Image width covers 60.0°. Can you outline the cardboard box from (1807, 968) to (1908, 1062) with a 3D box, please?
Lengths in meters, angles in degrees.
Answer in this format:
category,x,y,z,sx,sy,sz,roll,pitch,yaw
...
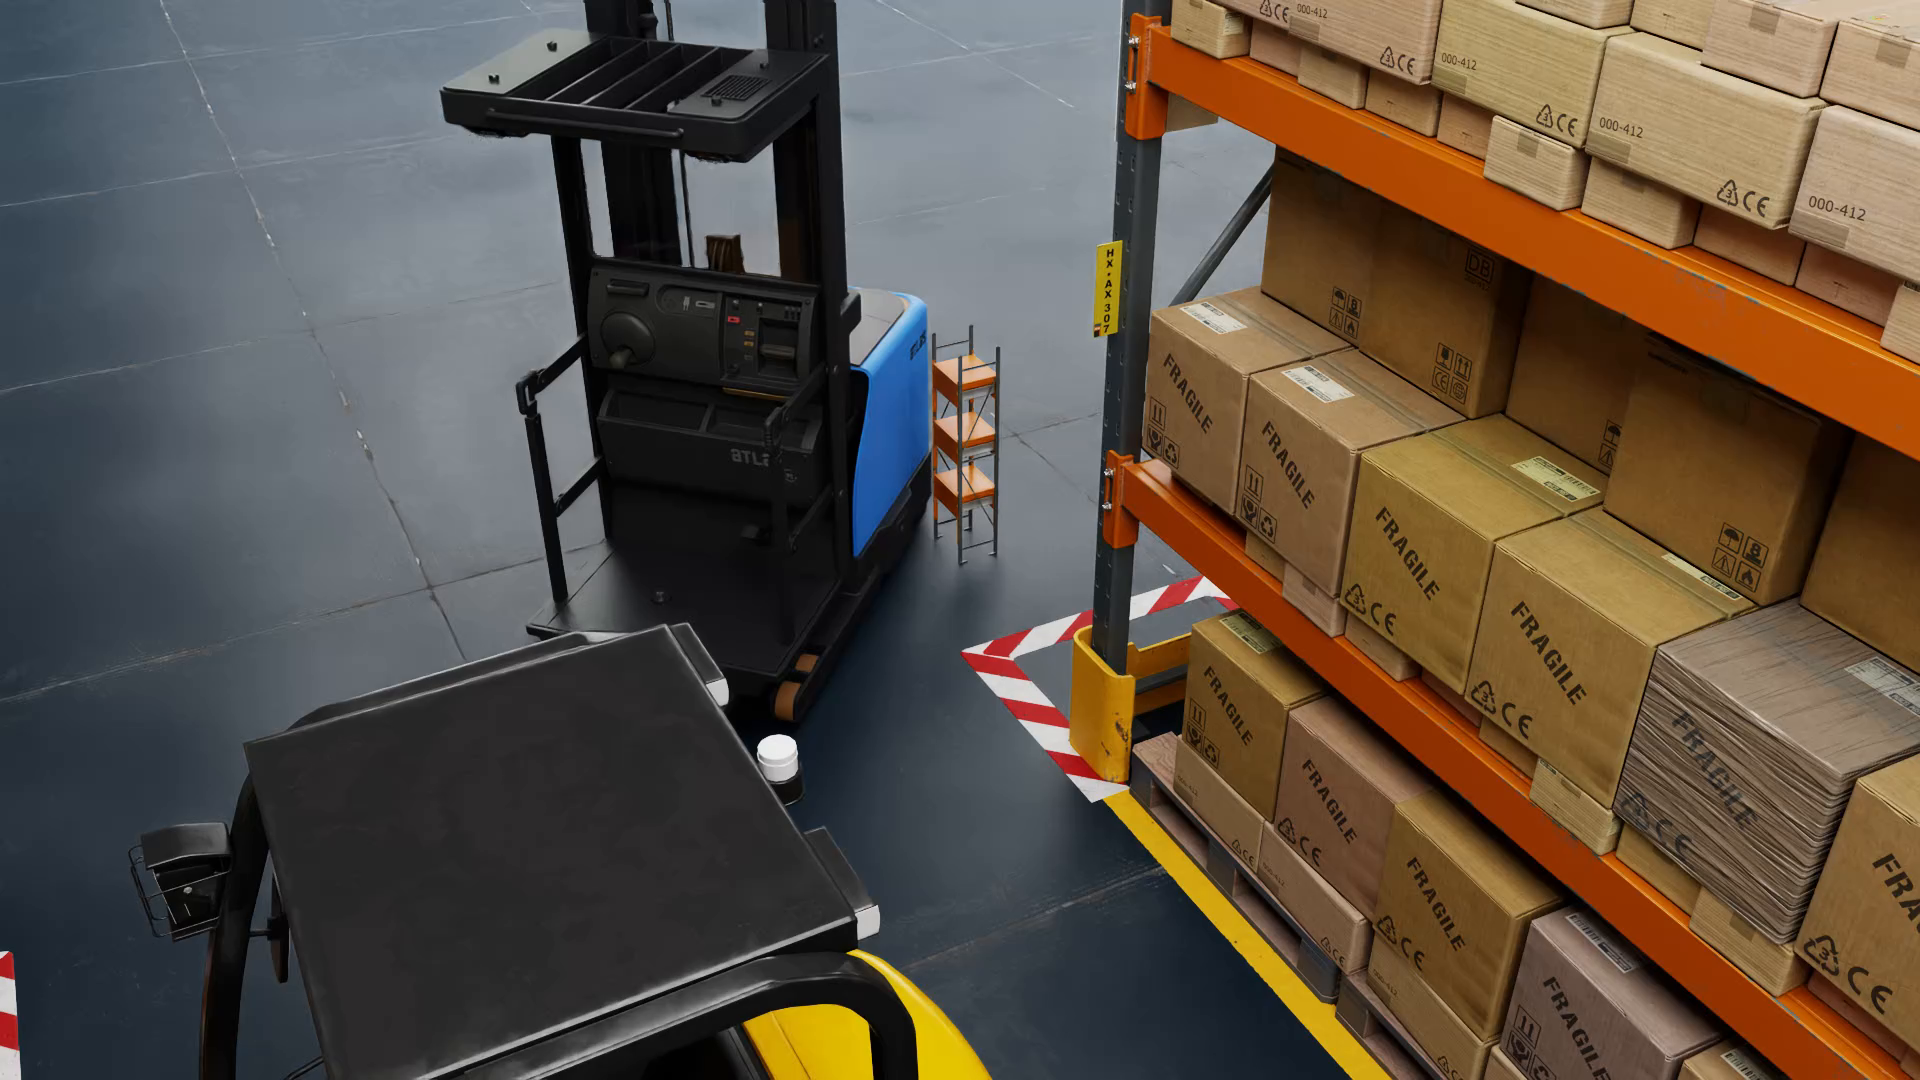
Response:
category,x,y,z,sx,sy,sz,roll,pitch,yaw
cardboard box,2.133,0.961,3.702,0.380,0.149,0.250,-16,36,-24

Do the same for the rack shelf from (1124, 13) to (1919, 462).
category,x,y,z,sx,sy,sz,roll,pitch,yaw
rack shelf,1.899,-0.599,3.790,1.077,0.370,4.000,-16,36,-23

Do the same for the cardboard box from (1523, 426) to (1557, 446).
category,x,y,z,sx,sy,sz,roll,pitch,yaw
cardboard box,1.923,-0.091,4.743,0.500,0.500,0.500,-16,36,-23

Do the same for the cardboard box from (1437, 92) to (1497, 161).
category,x,y,z,sx,sy,sz,roll,pitch,yaw
cardboard box,1.393,-1.035,4.037,0.380,0.149,0.250,-17,36,-25

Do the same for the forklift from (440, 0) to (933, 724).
category,x,y,z,sx,sy,sz,roll,pitch,yaw
forklift,-1.060,-0.750,6.204,1.130,2.935,3.031,10,34,15

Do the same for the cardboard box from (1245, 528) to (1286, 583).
category,x,y,z,sx,sy,sz,roll,pitch,yaw
cardboard box,1.124,-0.009,5.216,0.380,0.149,0.250,-17,36,-25

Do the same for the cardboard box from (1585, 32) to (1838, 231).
category,x,y,z,sx,sy,sz,roll,pitch,yaw
cardboard box,1.676,-0.879,3.423,0.500,0.250,0.500,-15,36,-22

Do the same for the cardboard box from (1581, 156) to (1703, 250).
category,x,y,z,sx,sy,sz,roll,pitch,yaw
cardboard box,1.599,-0.779,3.637,0.380,0.149,0.250,-17,36,-24

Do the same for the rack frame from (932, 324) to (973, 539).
category,x,y,z,sx,sy,sz,roll,pitch,yaw
rack frame,-0.032,-0.475,7.518,0.200,1.050,0.008,-16,36,-23

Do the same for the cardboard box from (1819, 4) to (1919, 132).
category,x,y,z,sx,sy,sz,roll,pitch,yaw
cardboard box,1.826,-0.876,3.049,0.380,0.149,0.250,-15,36,-23

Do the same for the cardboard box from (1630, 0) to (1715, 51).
category,x,y,z,sx,sy,sz,roll,pitch,yaw
cardboard box,1.634,-1.131,3.448,0.380,0.149,0.250,-15,36,-22

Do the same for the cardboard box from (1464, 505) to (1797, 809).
category,x,y,z,sx,sy,sz,roll,pitch,yaw
cardboard box,1.669,0.265,4.187,0.500,0.500,0.500,-17,36,-24

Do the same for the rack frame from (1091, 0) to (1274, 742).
category,x,y,z,sx,sy,sz,roll,pitch,yaw
rack frame,0.967,-0.593,5.895,1.000,3.000,0.127,-16,36,-23

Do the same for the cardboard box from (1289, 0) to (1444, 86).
category,x,y,z,sx,sy,sz,roll,pitch,yaw
cardboard box,1.192,-1.368,4.188,0.500,0.250,0.500,-16,36,-24

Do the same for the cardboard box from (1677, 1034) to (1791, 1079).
category,x,y,z,sx,sy,sz,roll,pitch,yaw
cardboard box,2.080,1.524,4.055,0.500,0.500,0.500,-15,36,-22

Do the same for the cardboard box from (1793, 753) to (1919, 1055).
category,x,y,z,sx,sy,sz,roll,pitch,yaw
cardboard box,2.158,0.755,3.422,0.500,0.500,0.500,-15,35,-22

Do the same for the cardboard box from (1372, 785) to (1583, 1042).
category,x,y,z,sx,sy,sz,roll,pitch,yaw
cardboard box,1.584,1.028,4.829,0.500,0.500,0.500,-15,36,-22

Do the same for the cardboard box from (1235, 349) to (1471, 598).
category,x,y,z,sx,sy,sz,roll,pitch,yaw
cardboard box,1.186,-0.218,4.941,0.500,0.500,0.500,-15,35,-22

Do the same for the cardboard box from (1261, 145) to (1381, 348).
category,x,y,z,sx,sy,sz,roll,pitch,yaw
cardboard box,1.398,-0.992,5.223,0.700,0.500,0.500,-17,36,-24

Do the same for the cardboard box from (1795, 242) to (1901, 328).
category,x,y,z,sx,sy,sz,roll,pitch,yaw
cardboard box,1.901,-0.555,3.288,0.380,0.149,0.250,-15,36,-22

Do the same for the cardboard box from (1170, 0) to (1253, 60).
category,x,y,z,sx,sy,sz,roll,pitch,yaw
cardboard box,0.834,-1.510,4.779,0.380,0.149,0.250,-16,36,-23

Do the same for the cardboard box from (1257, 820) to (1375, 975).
category,x,y,z,sx,sy,sz,roll,pitch,yaw
cardboard box,1.329,1.088,5.431,0.500,0.250,0.500,-15,35,-21

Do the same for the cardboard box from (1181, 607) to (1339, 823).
category,x,y,z,sx,sy,sz,roll,pitch,yaw
cardboard box,1.110,0.538,5.594,0.500,0.500,0.500,-17,36,-25

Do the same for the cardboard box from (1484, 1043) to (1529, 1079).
category,x,y,z,sx,sy,sz,roll,pitch,yaw
cardboard box,1.828,1.587,4.652,0.500,0.250,0.500,-15,36,-22

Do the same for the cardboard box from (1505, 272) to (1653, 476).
category,x,y,z,sx,sy,sz,roll,pitch,yaw
cardboard box,1.956,-0.531,4.504,0.700,0.500,0.500,-16,36,-24

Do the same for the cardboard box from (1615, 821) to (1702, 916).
category,x,y,z,sx,sy,sz,roll,pitch,yaw
cardboard box,1.843,0.731,4.061,0.380,0.149,0.250,-17,36,-24

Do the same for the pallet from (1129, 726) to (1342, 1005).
category,x,y,z,sx,sy,sz,roll,pitch,yaw
pallet,1.350,1.014,5.971,1.003,0.211,1.213,-16,36,-23

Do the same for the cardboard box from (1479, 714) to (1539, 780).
category,x,y,z,sx,sy,sz,roll,pitch,yaw
cardboard box,1.625,0.483,4.448,0.380,0.149,0.250,-17,36,-24

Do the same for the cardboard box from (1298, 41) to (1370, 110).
category,x,y,z,sx,sy,sz,roll,pitch,yaw
cardboard box,1.129,-1.272,4.408,0.380,0.149,0.250,-15,36,-22

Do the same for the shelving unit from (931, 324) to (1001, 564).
category,x,y,z,sx,sy,sz,roll,pitch,yaw
shelving unit,0.025,-0.417,7.427,0.215,1.050,0.252,-16,36,-23

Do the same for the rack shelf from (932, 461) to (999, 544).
category,x,y,z,sx,sy,sz,roll,pitch,yaw
rack shelf,0.025,-0.174,7.583,0.215,0.259,0.240,-16,36,-23

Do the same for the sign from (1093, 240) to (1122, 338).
category,x,y,z,sx,sy,sz,roll,pitch,yaw
sign,0.487,-0.821,5.448,0.100,0.325,0.005,-16,36,-23

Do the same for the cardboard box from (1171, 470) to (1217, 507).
category,x,y,z,sx,sy,sz,roll,pitch,yaw
cardboard box,0.942,-0.273,5.628,0.380,0.149,0.250,-16,36,-23

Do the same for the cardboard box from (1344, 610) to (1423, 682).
category,x,y,z,sx,sy,sz,roll,pitch,yaw
cardboard box,1.352,0.239,4.830,0.380,0.149,0.250,-15,36,-22

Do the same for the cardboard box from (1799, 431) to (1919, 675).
category,x,y,z,sx,sy,sz,roll,pitch,yaw
cardboard box,2.389,-0.033,3.725,0.700,0.500,0.500,-17,36,-24

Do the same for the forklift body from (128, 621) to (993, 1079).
category,x,y,z,sx,sy,sz,roll,pitch,yaw
forklift body,-0.925,1.461,3.476,2.313,2.155,1.214,-16,36,-23
